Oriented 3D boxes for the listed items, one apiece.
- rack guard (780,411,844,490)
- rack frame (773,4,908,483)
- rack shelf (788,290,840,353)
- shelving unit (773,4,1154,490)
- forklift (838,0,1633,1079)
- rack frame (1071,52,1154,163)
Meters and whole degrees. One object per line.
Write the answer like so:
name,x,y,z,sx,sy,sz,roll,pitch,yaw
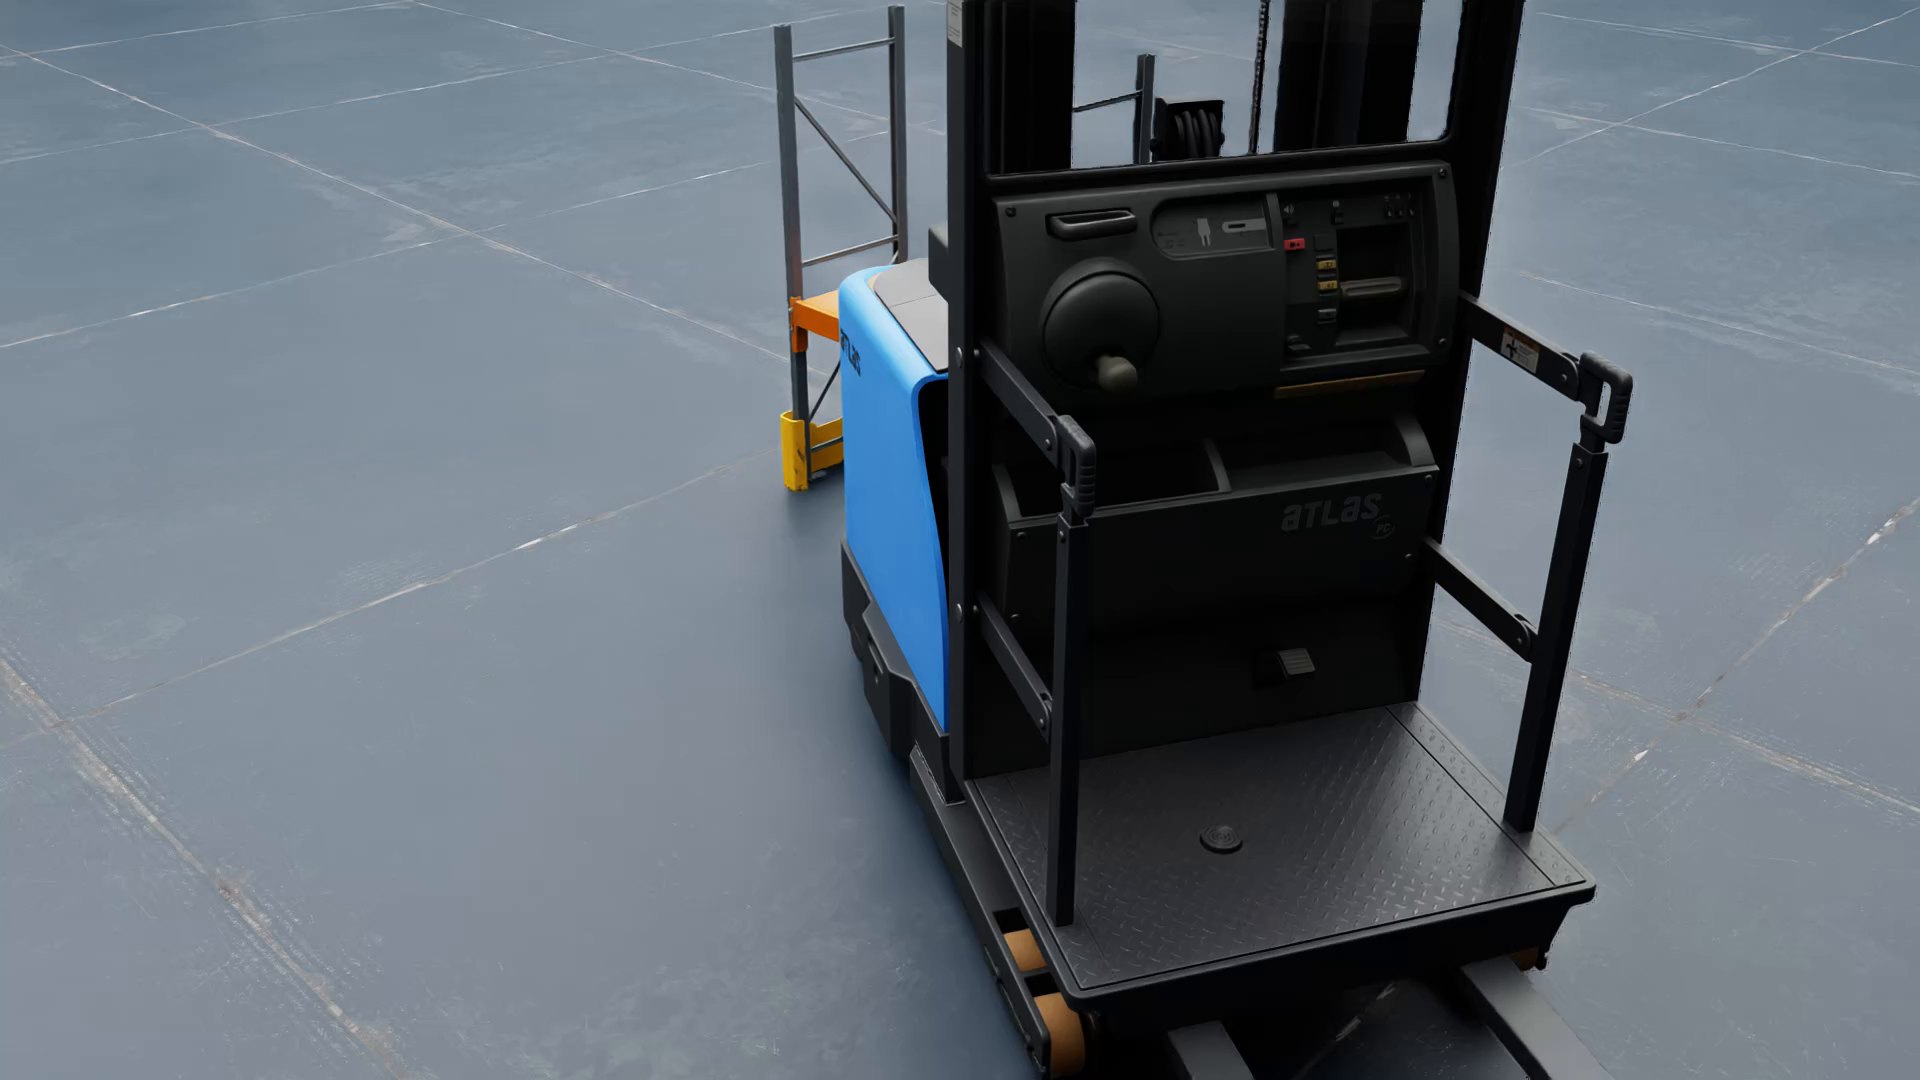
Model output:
rack guard,-0.363,-0.383,5.709,0.587,0.250,0.087,-24,36,-38
rack frame,-0.364,-0.936,5.419,0.500,1.500,0.032,-24,36,-38
rack shelf,-0.009,-0.608,5.180,0.538,0.185,1.000,-24,36,-38
shelving unit,-0.016,-0.770,5.102,0.587,1.500,1.083,-24,36,-38
forklift,0.583,-0.453,2.962,1.130,2.935,3.031,-8,29,-15
rack frame,0.345,-0.597,4.774,0.500,1.500,0.032,-24,36,-38
